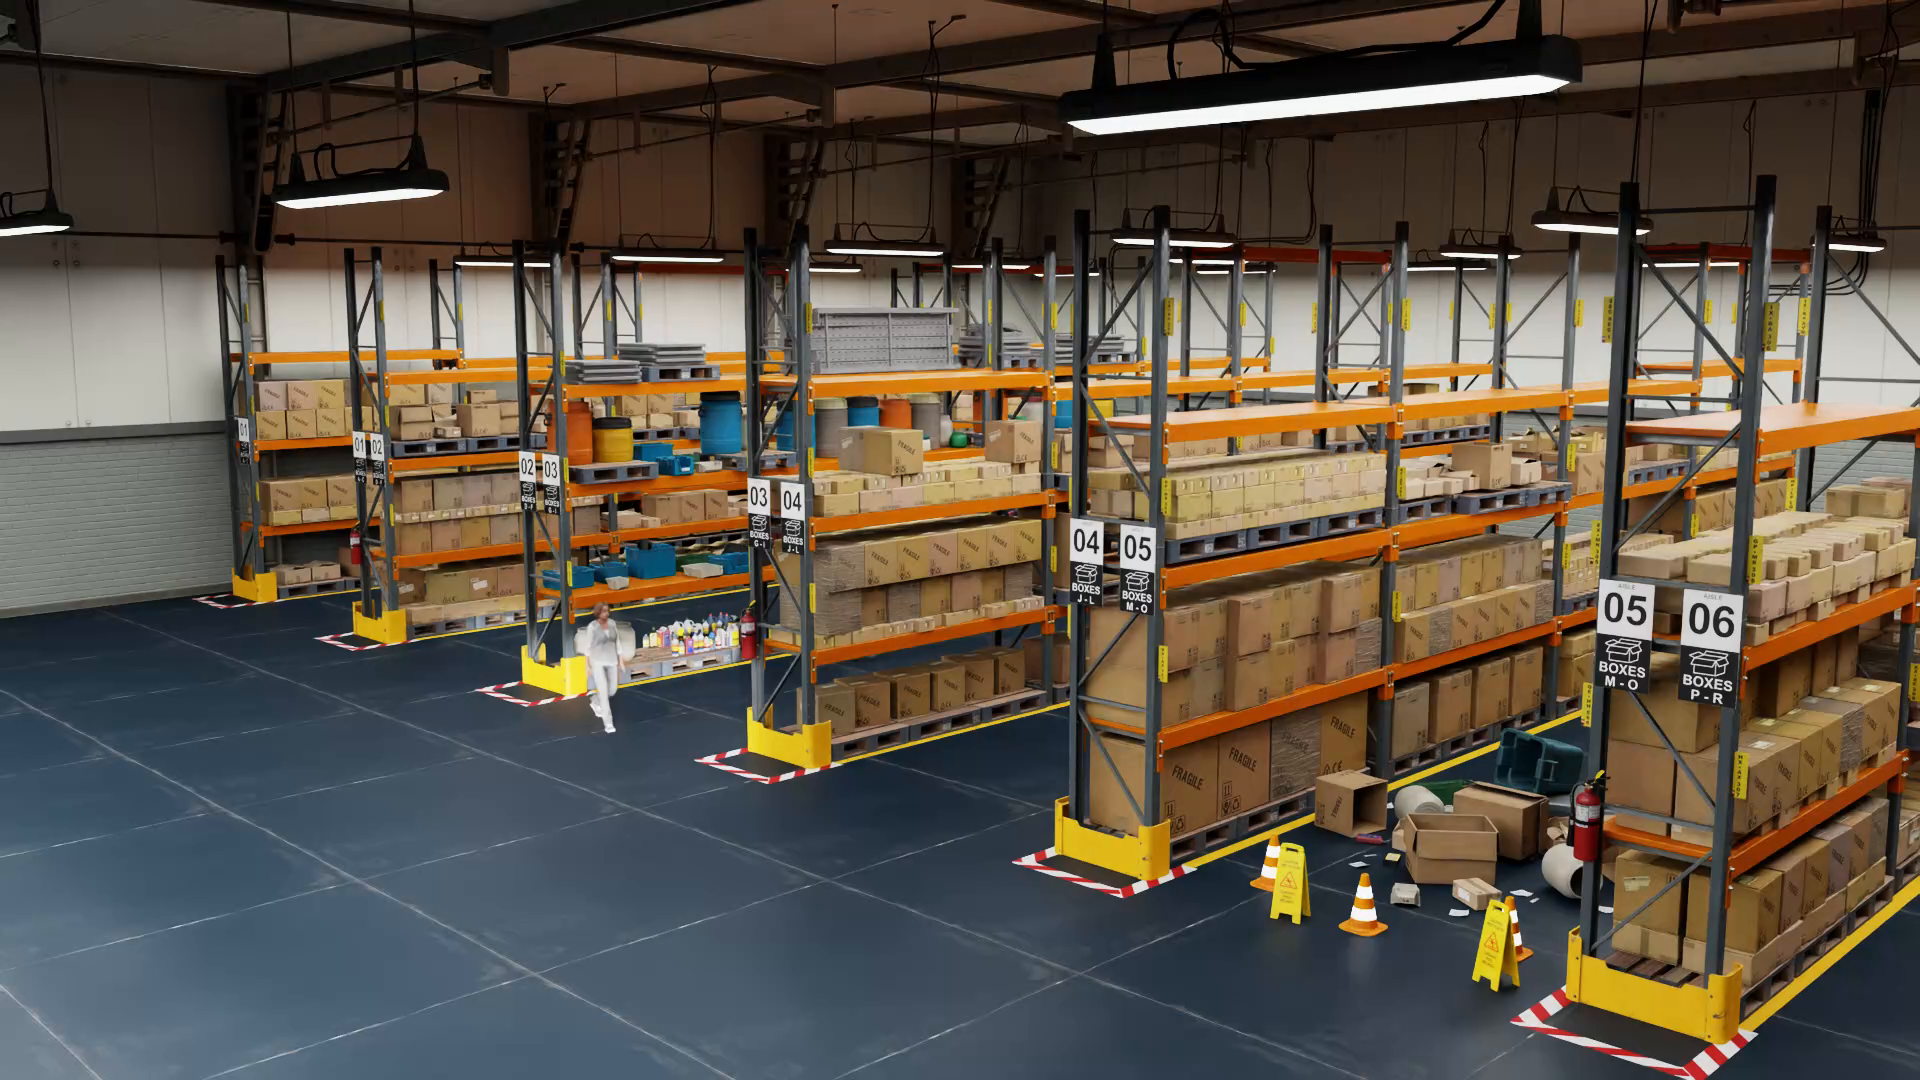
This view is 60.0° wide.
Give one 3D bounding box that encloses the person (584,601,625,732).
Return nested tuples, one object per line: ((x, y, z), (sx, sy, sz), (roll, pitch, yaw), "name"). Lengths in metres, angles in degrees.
((-4.363, 1.514, 20.334), (0.448, 1.560, 0.869), (-7, 11, -40), "person")

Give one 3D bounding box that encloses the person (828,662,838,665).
((-1.657, 0.903, 24.095), (0.586, 1.856, 0.564), (1, 8, 8), "person")
